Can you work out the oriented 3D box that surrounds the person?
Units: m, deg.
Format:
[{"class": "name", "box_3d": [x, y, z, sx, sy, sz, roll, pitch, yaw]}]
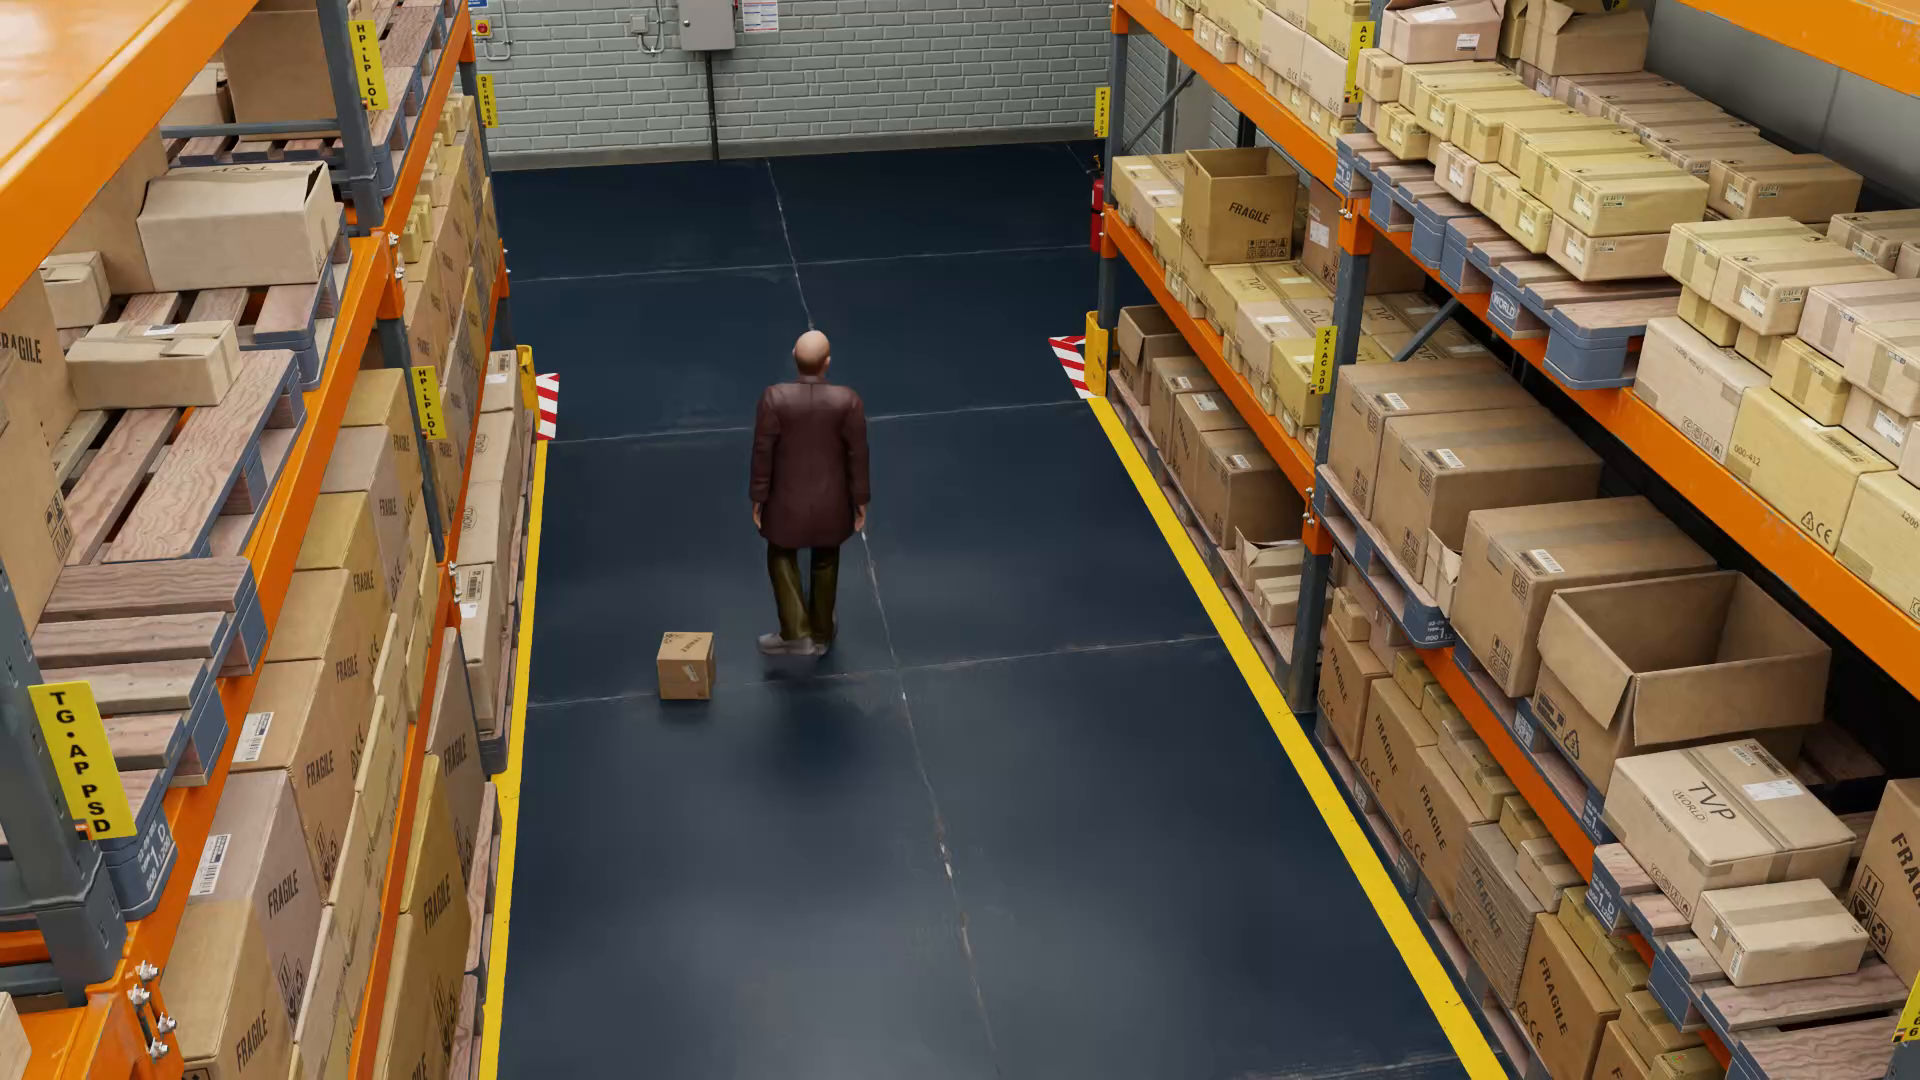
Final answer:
[{"class": "person", "box_3d": [-0.763, -0.175, 8.451, 0.630, 1.771, 0.592, -4, 30, -6]}]
